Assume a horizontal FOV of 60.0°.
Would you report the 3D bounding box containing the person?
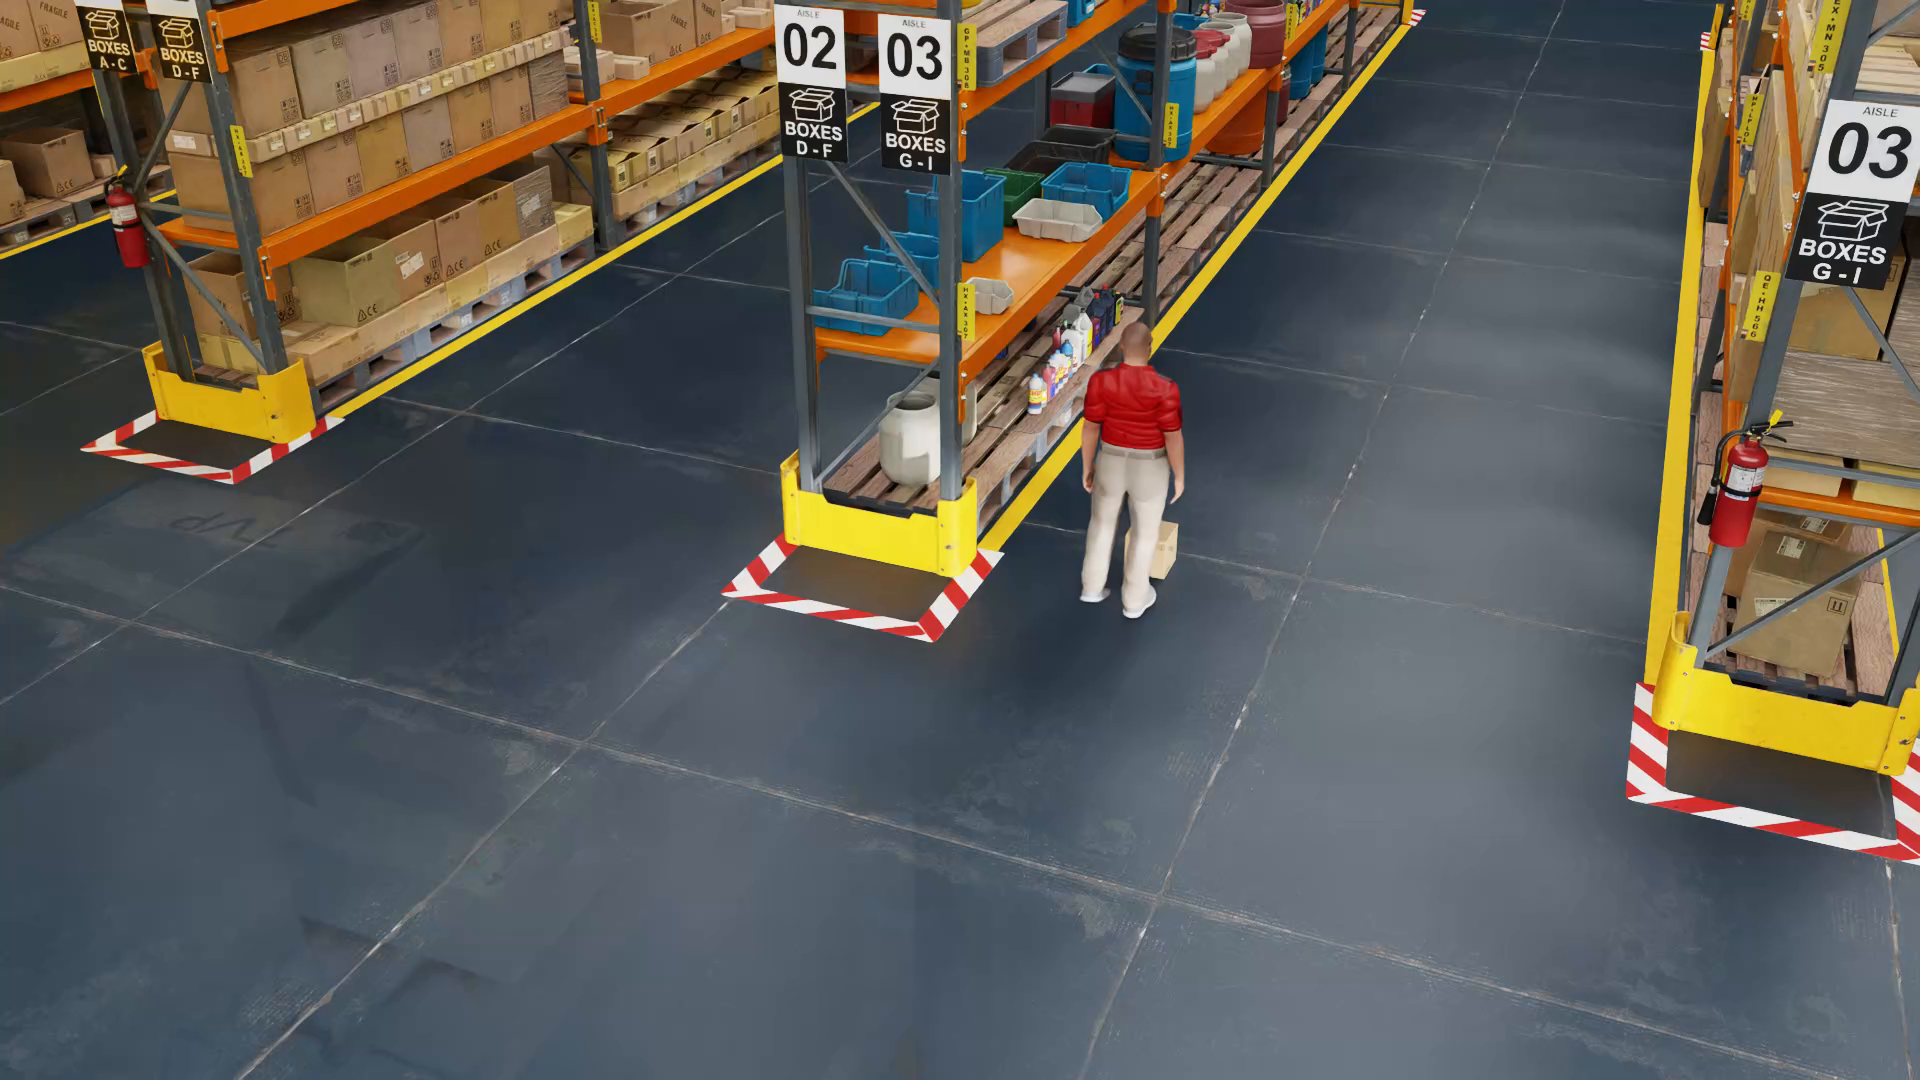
[{"bbox_3d":[0.948,-0.363,9.103,0.549,1.777,0.384,11,31,19],"label":"person"}]
